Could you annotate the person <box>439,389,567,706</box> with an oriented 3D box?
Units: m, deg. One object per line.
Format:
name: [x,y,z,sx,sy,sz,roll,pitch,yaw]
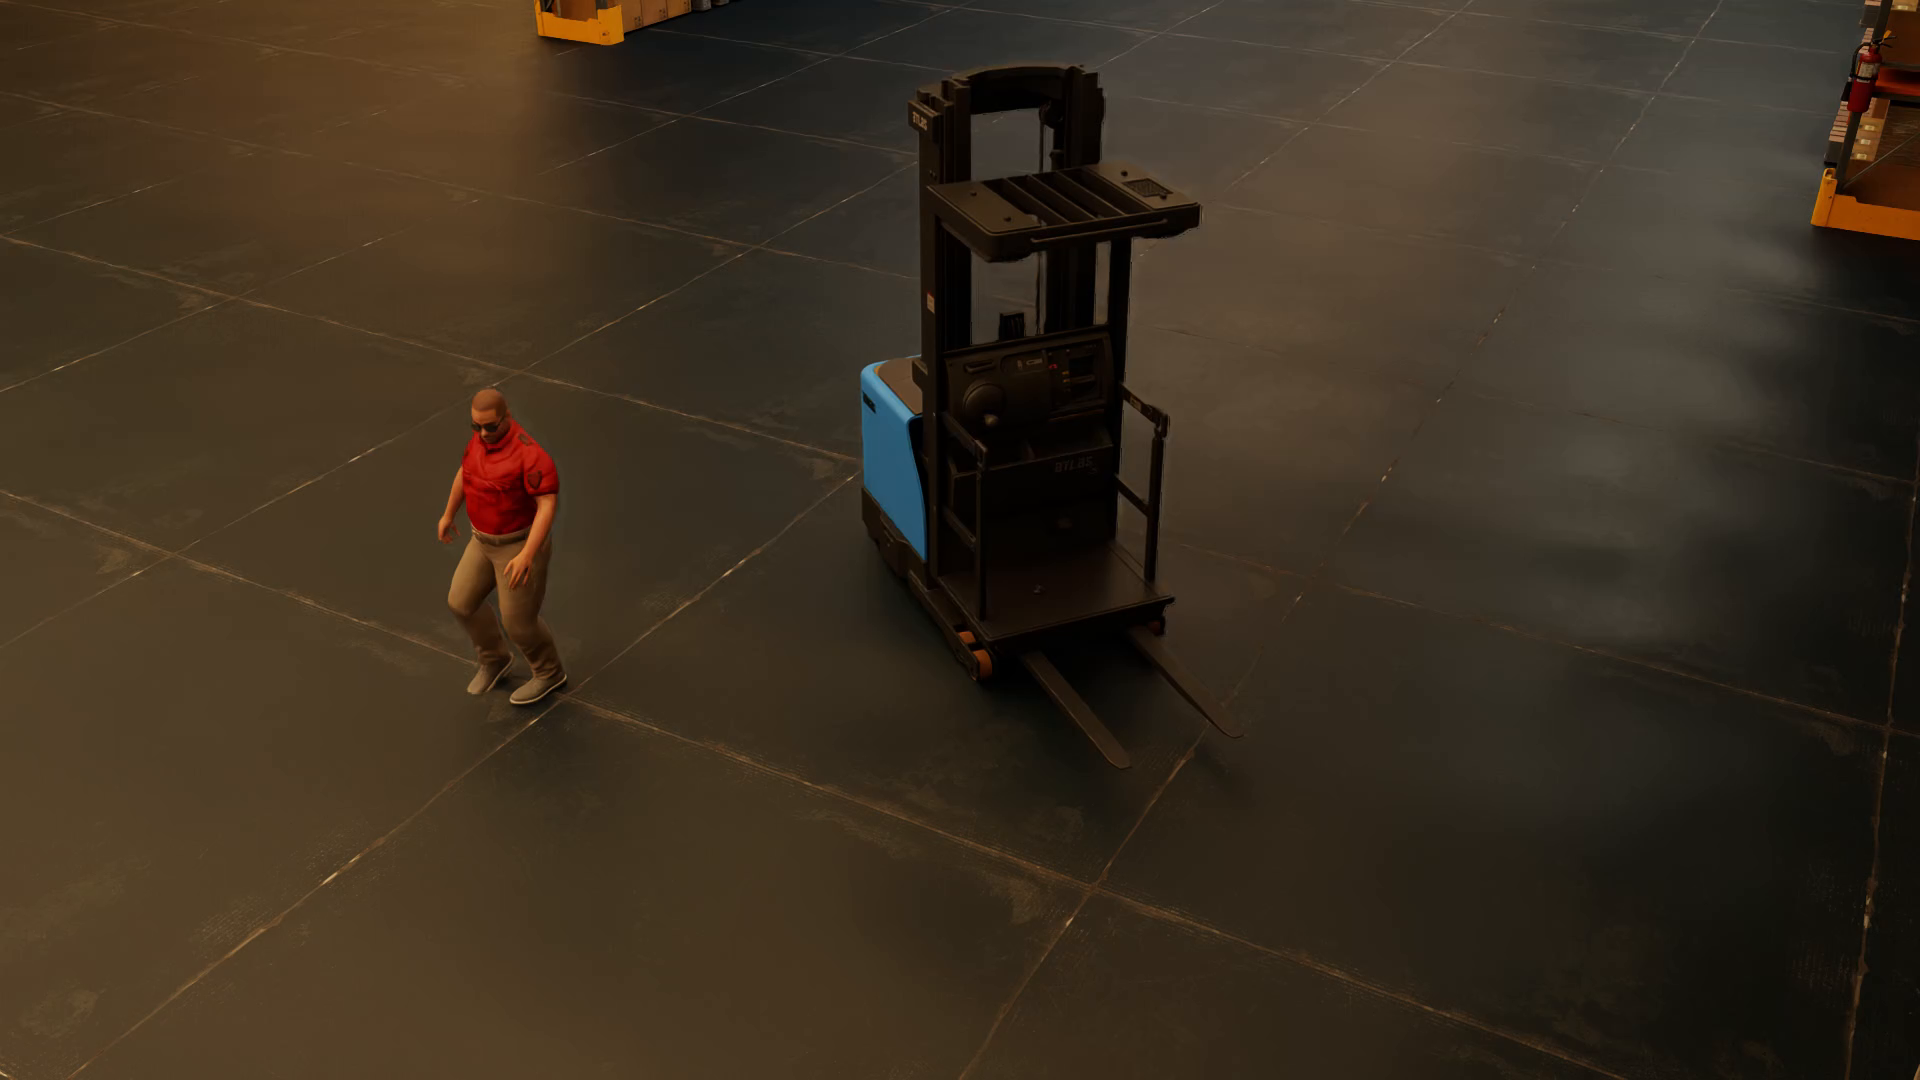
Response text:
person: [-2.263,0.076,8.228,0.923,1.761,0.464,26,39,38]

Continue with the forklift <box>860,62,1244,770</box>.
forklift: [0.455,-0.773,8.411,1.130,2.935,3.031,-12,32,-20]
